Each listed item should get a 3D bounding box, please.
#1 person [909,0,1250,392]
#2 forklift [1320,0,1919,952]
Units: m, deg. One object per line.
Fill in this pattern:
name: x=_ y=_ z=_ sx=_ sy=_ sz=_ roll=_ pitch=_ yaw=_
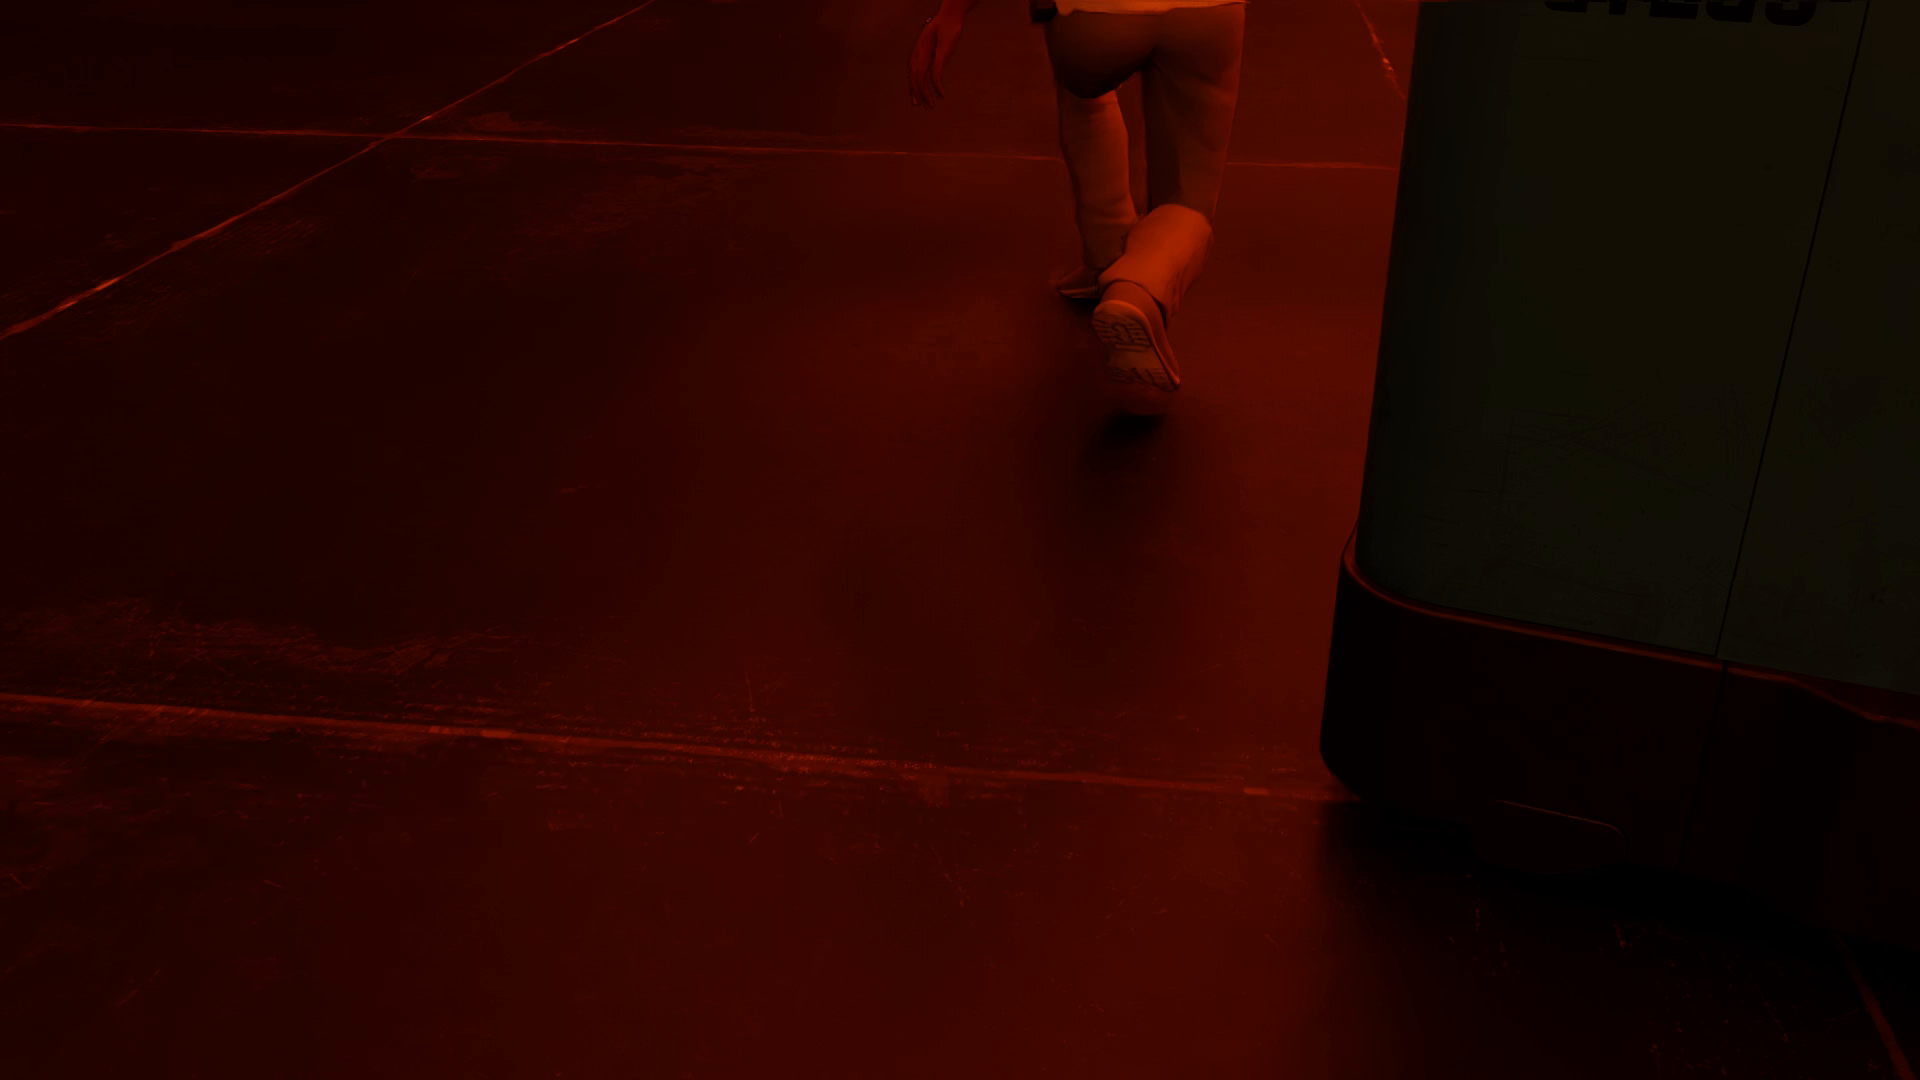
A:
person: x=0.199 y=-0.969 z=2.946 sx=0.694 sy=1.438 sz=0.916 roll=-5 pitch=27 yaw=-11
forklift: x=1.969 y=-0.929 z=1.080 sx=3.031 sy=2.935 sz=1.130 roll=11 pitch=28 yaw=21
